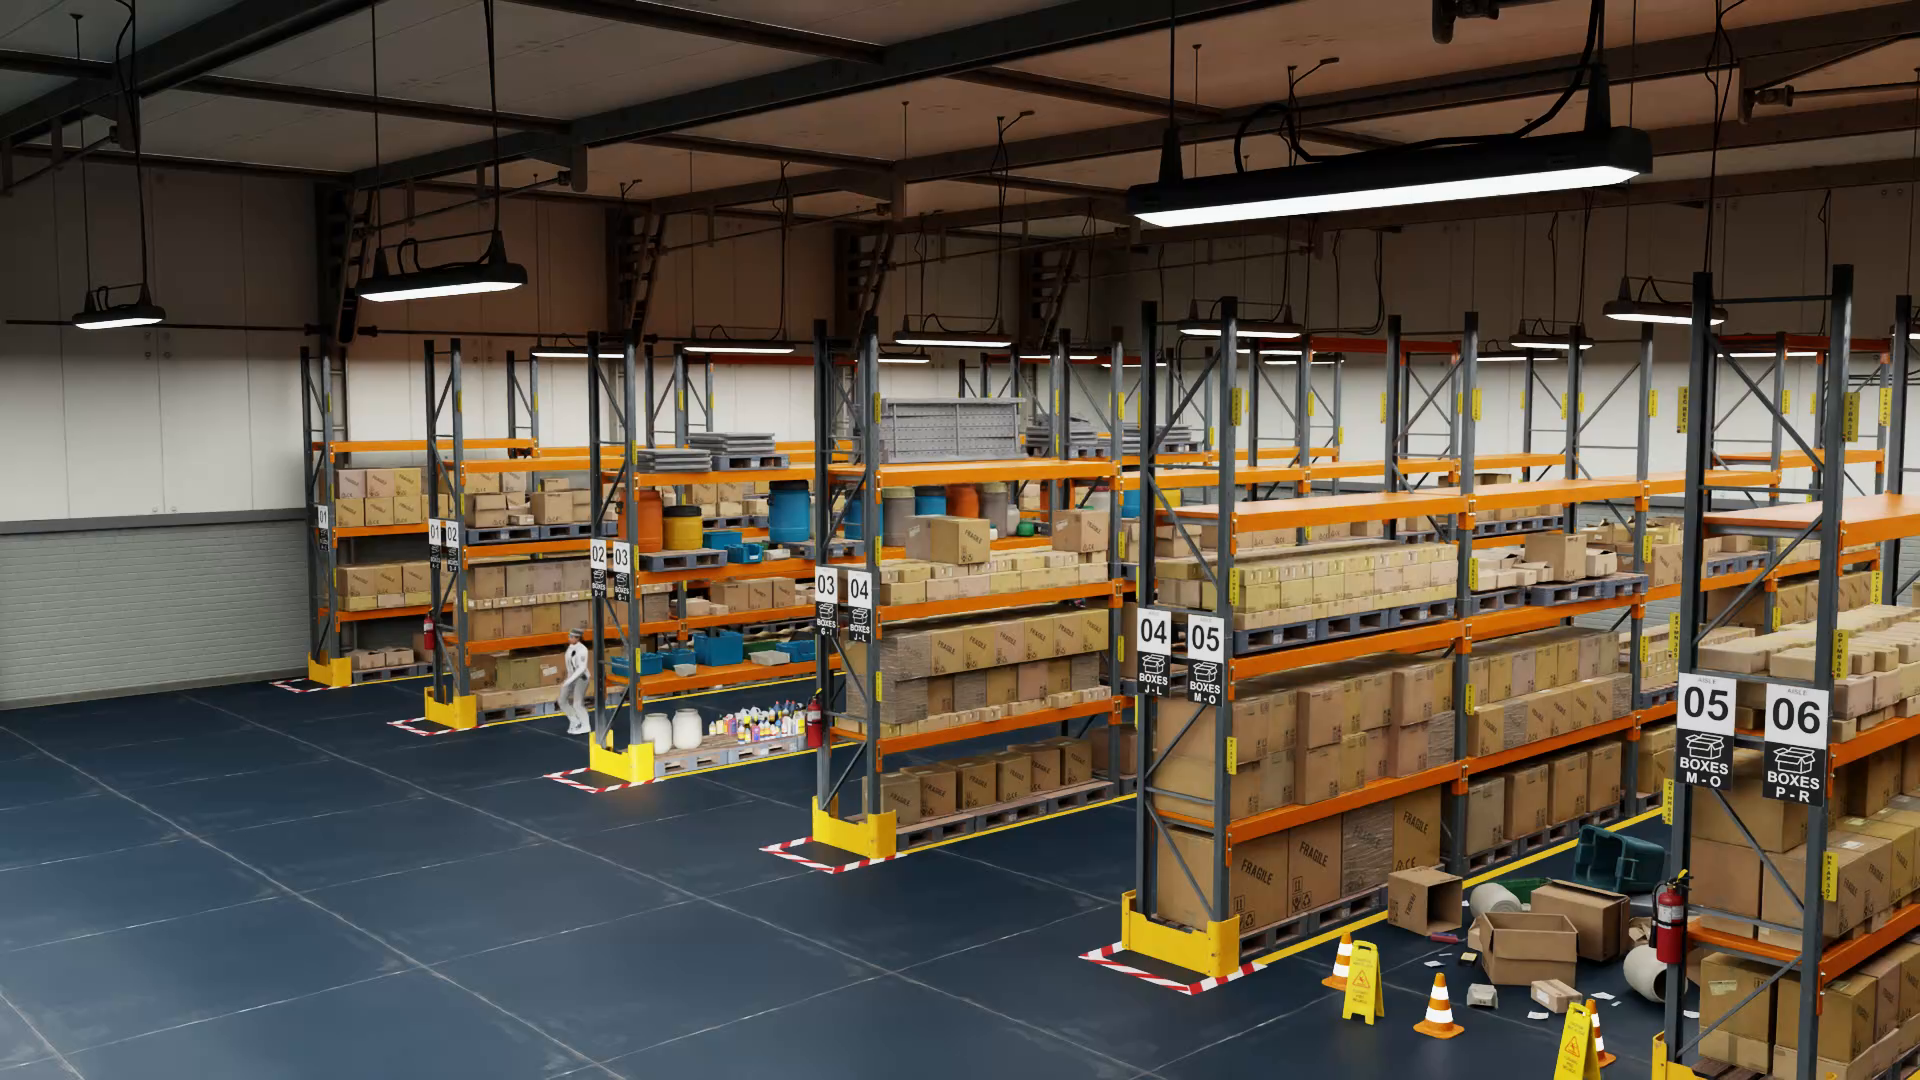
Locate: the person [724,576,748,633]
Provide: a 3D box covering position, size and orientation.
[{"bbox_3d":[-4.313,1.519,31.657,0.653,1.853,0.512,4,6,35],"label":"person"}]

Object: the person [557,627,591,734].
[{"bbox_3d":[-5.850,2.151,25.202,0.509,1.669,0.558,-5,7,-44],"label":"person"}]
